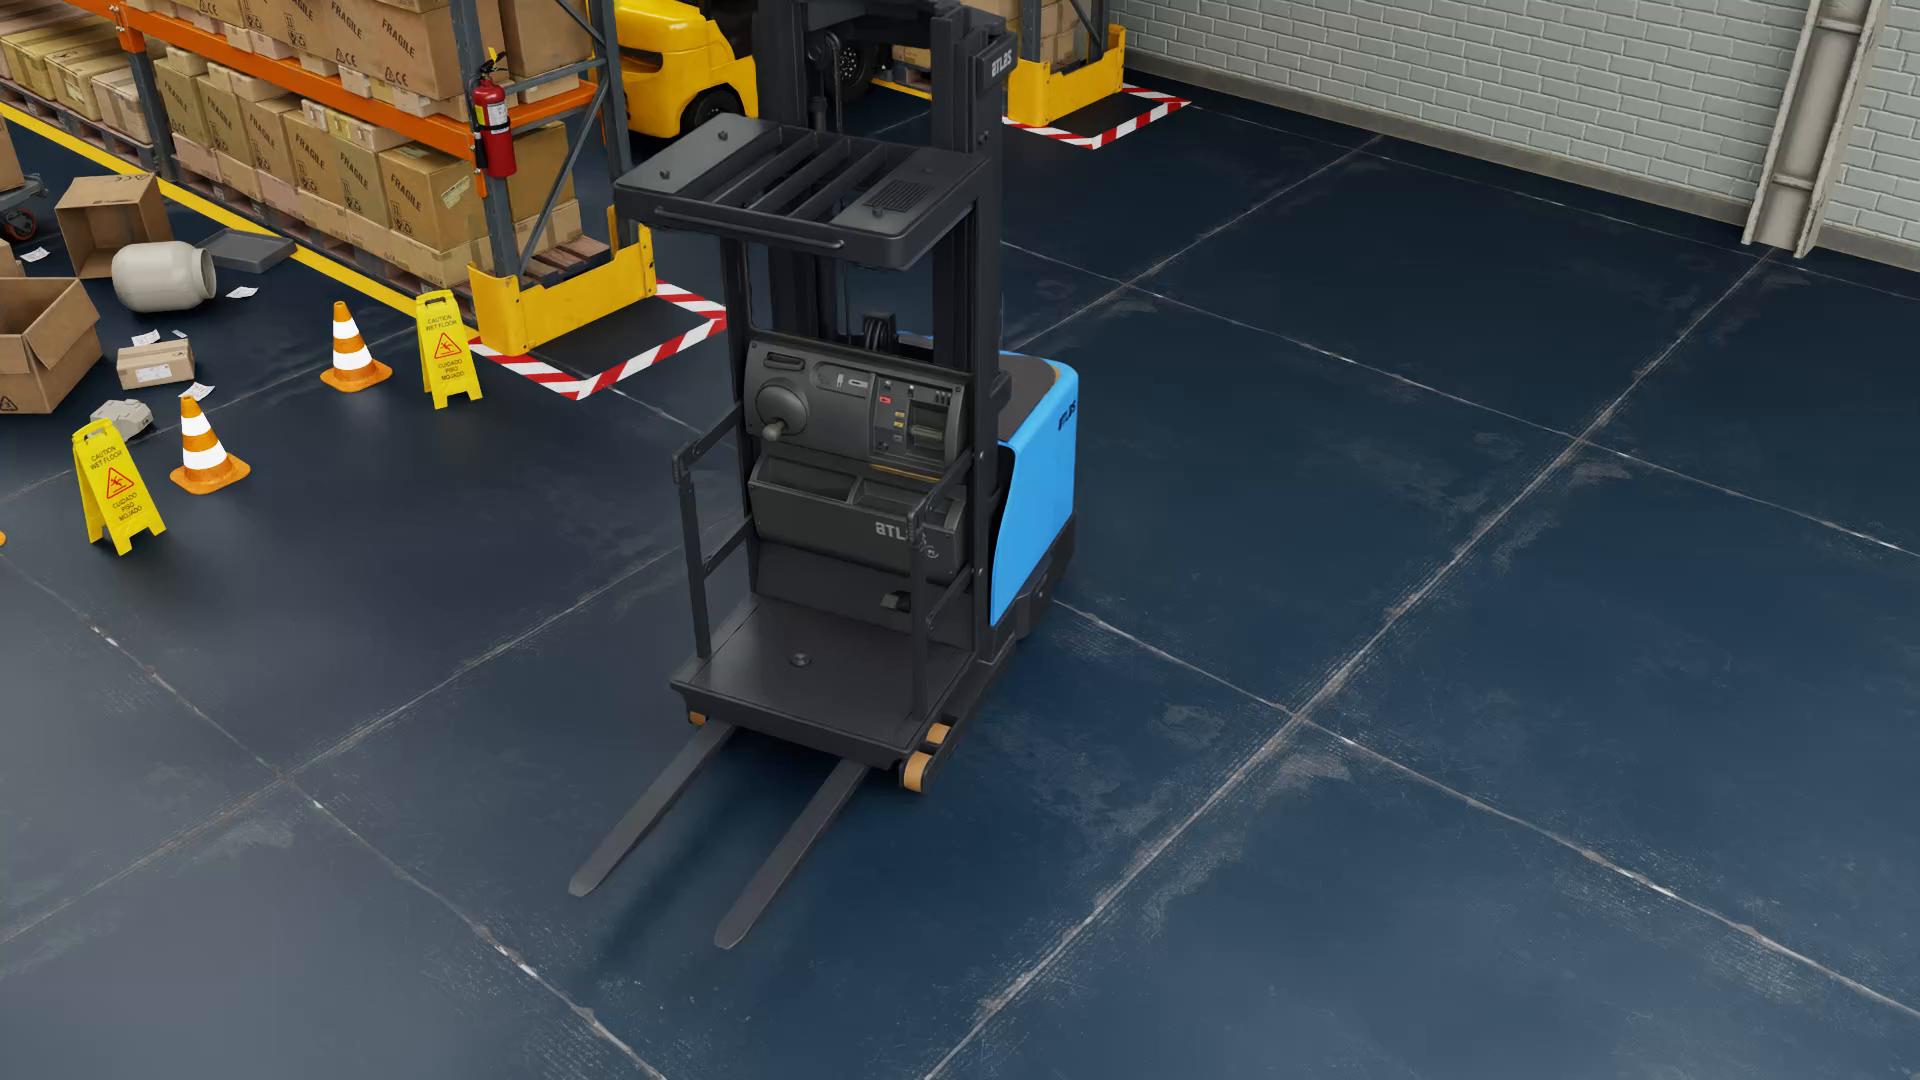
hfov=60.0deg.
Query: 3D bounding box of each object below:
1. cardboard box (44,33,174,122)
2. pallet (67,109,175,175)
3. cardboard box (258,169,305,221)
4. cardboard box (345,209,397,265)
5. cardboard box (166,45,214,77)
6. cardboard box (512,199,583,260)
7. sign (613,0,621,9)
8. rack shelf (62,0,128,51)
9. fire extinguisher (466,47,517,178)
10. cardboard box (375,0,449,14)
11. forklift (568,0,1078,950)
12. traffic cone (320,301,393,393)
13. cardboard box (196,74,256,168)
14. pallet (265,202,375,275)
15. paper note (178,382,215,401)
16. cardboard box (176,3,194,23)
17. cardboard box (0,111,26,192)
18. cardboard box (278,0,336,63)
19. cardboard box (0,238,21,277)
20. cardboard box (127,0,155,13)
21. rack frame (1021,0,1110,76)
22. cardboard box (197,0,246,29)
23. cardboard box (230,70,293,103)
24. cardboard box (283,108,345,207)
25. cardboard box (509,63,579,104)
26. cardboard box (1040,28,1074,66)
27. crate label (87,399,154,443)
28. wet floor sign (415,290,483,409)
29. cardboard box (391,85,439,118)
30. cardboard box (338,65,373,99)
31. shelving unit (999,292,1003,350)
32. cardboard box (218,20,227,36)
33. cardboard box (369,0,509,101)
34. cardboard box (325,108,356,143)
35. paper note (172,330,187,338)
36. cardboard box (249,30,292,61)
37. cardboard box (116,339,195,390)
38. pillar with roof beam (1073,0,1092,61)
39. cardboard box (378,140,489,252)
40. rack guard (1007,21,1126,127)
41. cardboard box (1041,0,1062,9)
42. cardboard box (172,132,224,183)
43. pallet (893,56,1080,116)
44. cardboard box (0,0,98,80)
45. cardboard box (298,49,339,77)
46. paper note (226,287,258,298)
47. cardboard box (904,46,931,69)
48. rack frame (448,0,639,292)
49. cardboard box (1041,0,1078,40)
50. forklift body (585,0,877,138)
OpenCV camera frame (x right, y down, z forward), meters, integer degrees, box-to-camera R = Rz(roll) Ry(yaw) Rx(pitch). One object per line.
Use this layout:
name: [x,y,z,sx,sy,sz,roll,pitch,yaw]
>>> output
cardboard box: [-6.373,-3.581,12.765,0.625,0.372,0.950,28,43,34]
pallet: [-6.013,-3.175,12.687,1.213,0.211,1.003,25,42,32]
cardboard box: [-4.306,-2.373,11.113,0.500,0.250,0.500,25,41,31]
cardboard box: [-3.526,-2.001,10.572,0.500,0.250,0.500,25,42,32]
cardboard box: [-5.076,-3.257,11.166,0.250,0.149,0.380,26,42,32]
cardboard box: [-2.783,-2.047,10.639,0.500,0.250,0.500,25,42,31]
sign: [-1.993,-3.188,9.477,0.005,0.325,0.100,25,42,32]
rack shelf: [-6.951,-4.471,12.747,4.000,0.370,1.077,25,42,32]
fire extinguisher: [-2.547,-2.321,9.048,0.183,0.674,0.296,25,42,32]
cardboard box: [-2.872,-3.261,9.114,0.500,0.500,0.700,24,41,31]
forklift: [-0.505,-0.460,6.331,1.130,2.935,3.031,14,37,19]
traffic cone: [-3.496,-1.143,9.506,0.334,0.463,0.336,25,42,32]
cardboard box: [-4.714,-2.872,11.178,0.500,0.500,0.500,27,43,34]
pallet: [-3.933,-2.224,11.303,1.213,0.211,1.003,25,42,32]
paper note: [-4.340,-0.847,9.457,0.142,0.019,0.148,12,36,16]
cardboard box: [-4.926,-3.534,10.969,0.250,0.149,0.380,25,42,32]
cardboard box: [-6.530,-2.540,10.838,0.500,0.500,0.500,25,42,32]
cardboard box: [-3.697,-3.201,9.911,0.500,0.500,0.500,25,42,32]
cardboard box: [-6.034,-1.491,9.857,0.503,0.637,0.797,25,42,32]
cardboard box: [-5.377,-3.686,11.190,0.250,0.149,0.380,25,42,32]
rack frame: [0.833,-4.756,12.525,0.127,3.000,1.000,25,42,32]
cardboard box: [-4.476,-3.568,10.444,0.500,0.500,0.500,25,42,31]
cardboard box: [-4.471,-2.976,10.756,0.250,0.149,0.380,28,43,34]
cardboard box: [-3.909,-2.494,10.627,0.500,0.500,0.500,24,41,31]
cardboard box: [-2.469,-2.704,9.760,0.250,0.149,0.380,25,42,32]
cardboard box: [0.581,-4.058,13.568,0.500,0.250,0.500,25,42,32]
crate label: [-4.589,-0.661,9.091,0.298,0.136,0.250,6,35,8]
wet floor sign: [-2.879,-1.090,9.267,0.267,0.644,0.232,-18,38,-25]
cardboard box: [-3.030,-2.577,9.575,0.250,0.149,0.380,25,42,31]
cardboard box: [-3.430,-2.759,9.840,0.250,0.149,0.380,26,42,33]
shelving unit: [0.070,-0.629,8.106,0.189,1.200,0.258,13,37,18]
cardboard box: [-4.533,-3.347,10.696,0.250,0.149,0.380,25,42,32]
cardboard box: [-2.933,-2.835,9.378,0.500,0.500,0.500,24,41,31]
cardboard box: [-3.639,-2.584,10.185,0.250,0.149,0.380,26,42,33]
paper note: [-4.721,-1.247,10.057,0.123,0.001,0.032,25,42,32]
cardboard box: [-4.188,-3.140,10.394,0.250,0.149,0.380,25,42,32]
cardboard box: [-4.639,-1.015,9.597,0.380,0.149,0.250,-12,36,-17]
pillar with roof beam: [-1.880,-6.000,9.038,0.400,9.000,9.100,25,42,32]
cardboard box: [-3.122,-2.120,10.083,0.500,0.500,0.500,26,42,32]
rack guard: [0.852,-3.717,13.220,0.348,0.500,1.175,25,42,32]
cardboard box: [0.585,-4.464,13.275,0.500,0.250,0.500,25,41,31]
cardboard box: [-5.133,-2.752,11.666,0.500,0.250,0.500,23,41,30]
pallet: [0.219,-3.865,13.691,1.213,0.211,1.003,25,42,32]
cardboard box: [-7.488,-4.110,13.535,0.625,0.372,0.950,24,41,31]
cardboard box: [-3.792,-2.966,10.142,0.250,0.149,0.380,25,42,31]
paper note: [-4.534,-1.569,10.508,0.148,0.019,0.142,12,36,16]
cardboard box: [-0.106,-4.012,13.501,0.500,0.250,0.500,25,42,32]
rack frame: [-2.340,-2.595,9.379,0.127,3.000,1.000,25,42,32]
cardboard box: [0.605,-4.262,13.423,0.500,0.250,0.500,26,42,33]
forklift body: [-1.791,-4.299,12.610,1.214,2.155,2.313,25,42,32]
